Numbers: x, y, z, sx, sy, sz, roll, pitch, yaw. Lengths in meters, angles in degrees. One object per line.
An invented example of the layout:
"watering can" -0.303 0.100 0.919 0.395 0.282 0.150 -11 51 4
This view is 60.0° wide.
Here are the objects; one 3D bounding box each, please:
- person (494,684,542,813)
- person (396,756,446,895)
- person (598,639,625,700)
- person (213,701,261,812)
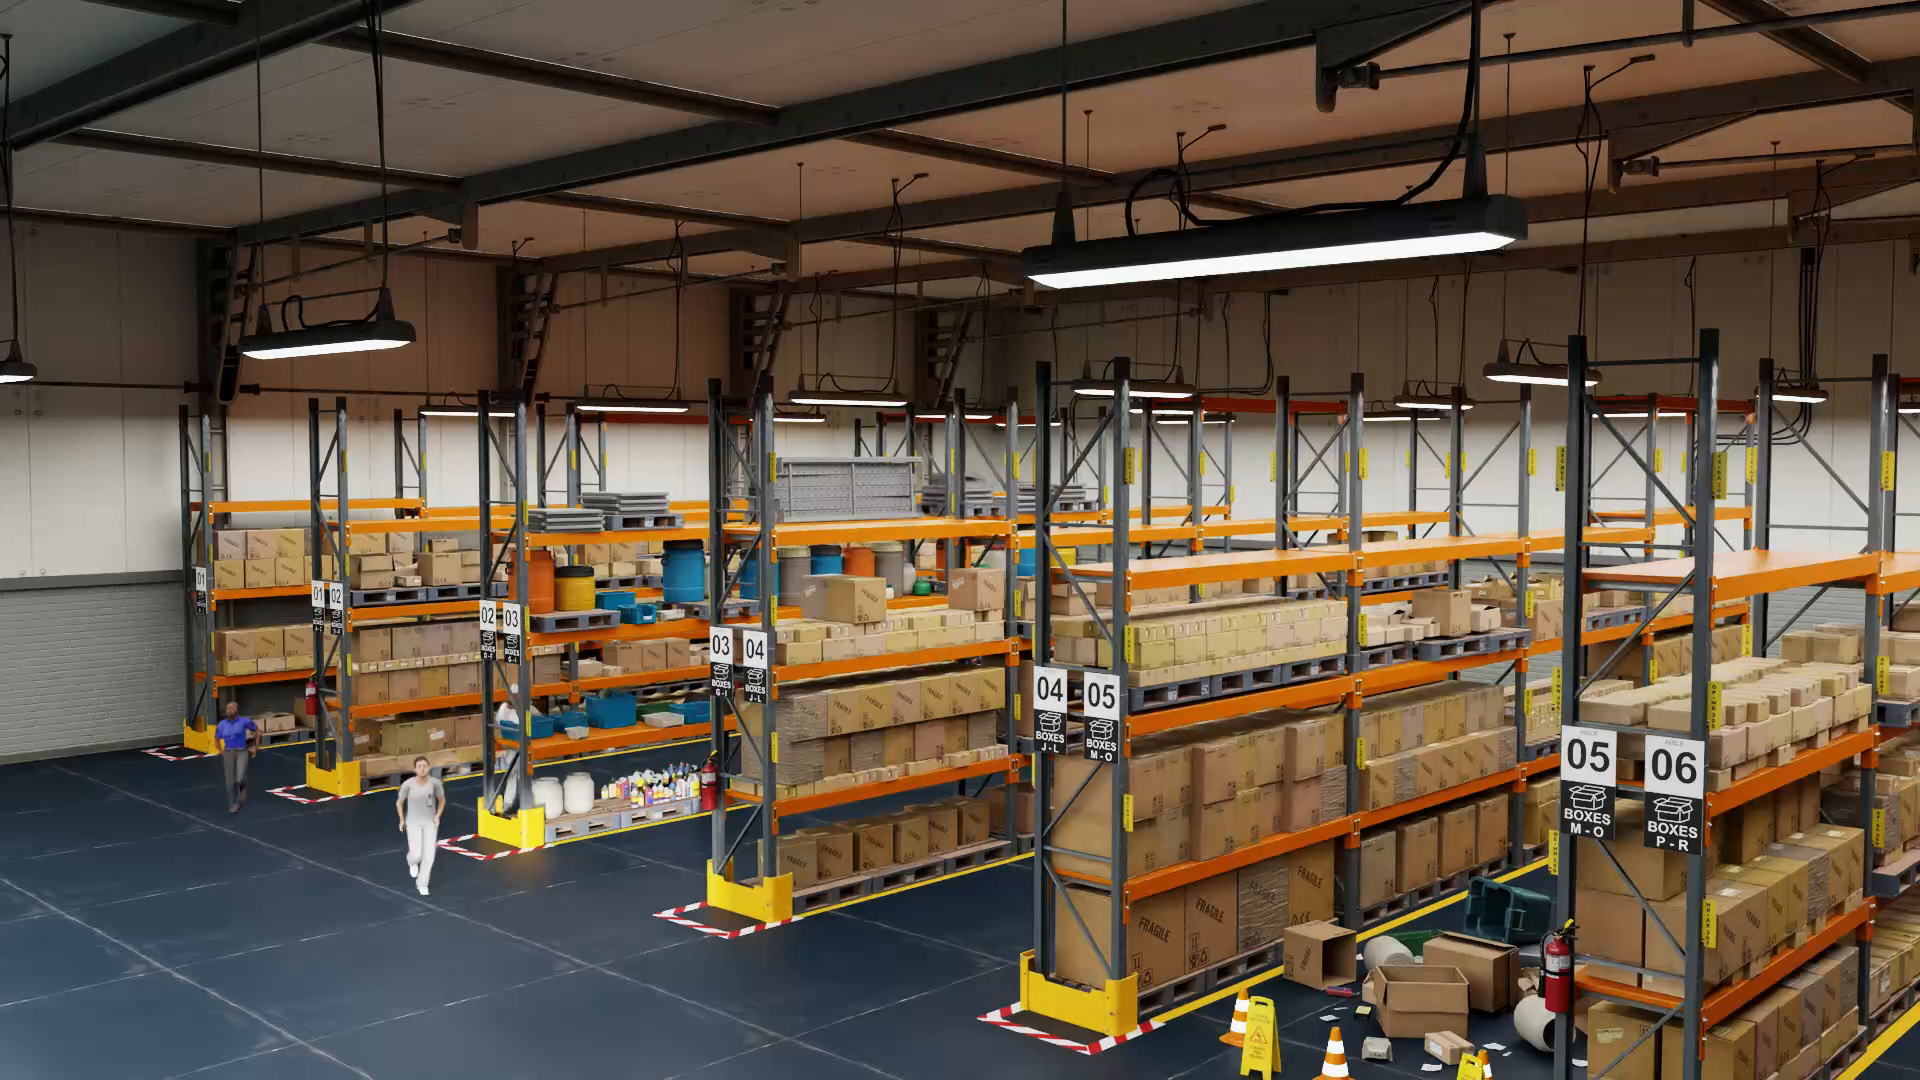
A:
"person" -6.438 2.980 24.057 0.704 1.813 0.902 2 4 32
"person" -6.336 3.333 19.567 0.551 1.620 0.599 -1 3 -23
"person" -6.555 2.682 31.399 0.585 1.632 0.629 2 3 28
"person" -10.365 3.110 23.812 0.601 1.607 0.604 -1 3 -13
